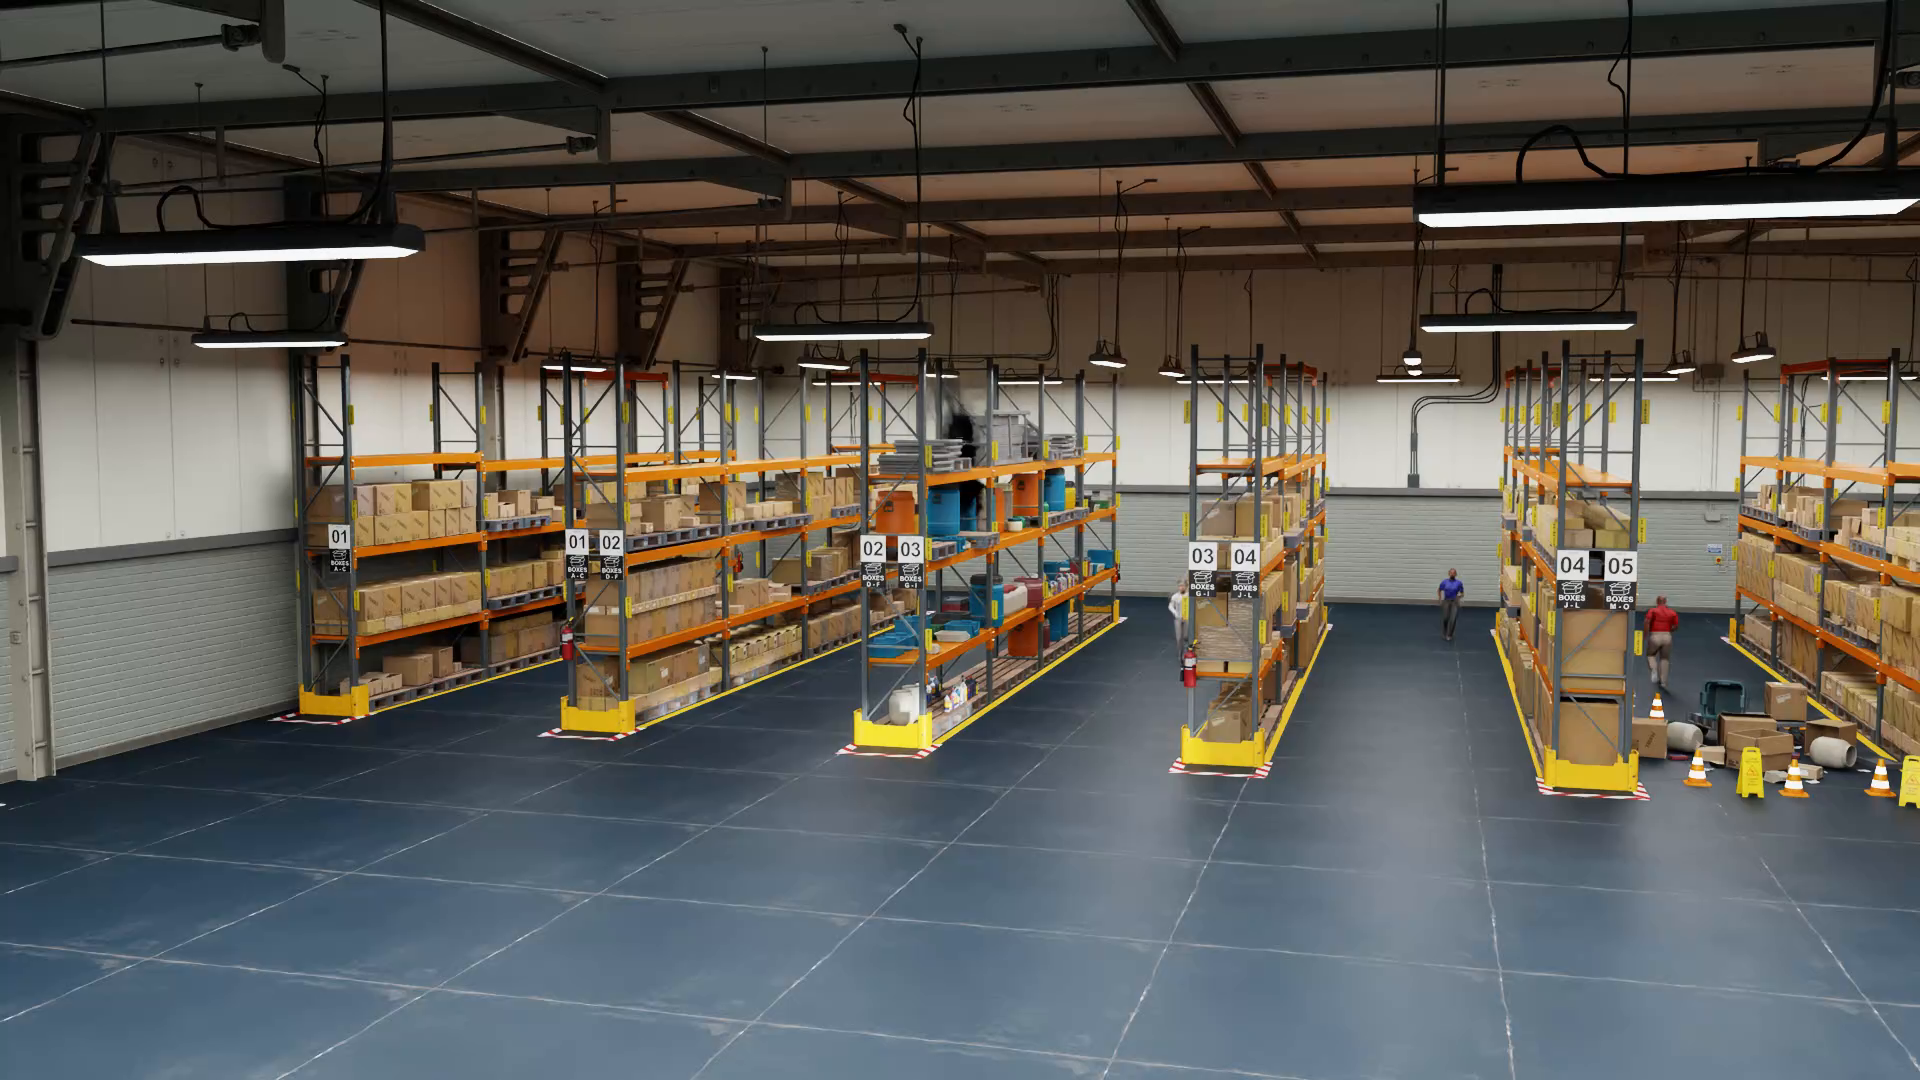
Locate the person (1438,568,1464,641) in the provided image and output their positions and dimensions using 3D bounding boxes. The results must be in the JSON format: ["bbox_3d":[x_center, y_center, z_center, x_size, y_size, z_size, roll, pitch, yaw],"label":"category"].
[{"bbox_3d":[10.887,1.438,36.883,0.570,1.614,0.559,1,4,15],"label":"person"}]

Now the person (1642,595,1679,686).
[{"bbox_3d":[12.949,1.851,30.813,0.646,1.677,0.671,1,4,10],"label":"person"}]

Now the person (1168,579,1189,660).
[{"bbox_3d":[4.568,1.630,34.074,0.612,1.658,0.524,1,4,13],"label":"person"}]

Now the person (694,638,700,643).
[{"bbox_3d":[-5.708,1.478,35.702,0.677,1.762,0.842,0,4,5],"label":"person"}]

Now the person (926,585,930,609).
[{"bbox_3d":[-1.084,0.912,43.095,0.753,1.841,0.697,2,5,30],"label":"person"}]
